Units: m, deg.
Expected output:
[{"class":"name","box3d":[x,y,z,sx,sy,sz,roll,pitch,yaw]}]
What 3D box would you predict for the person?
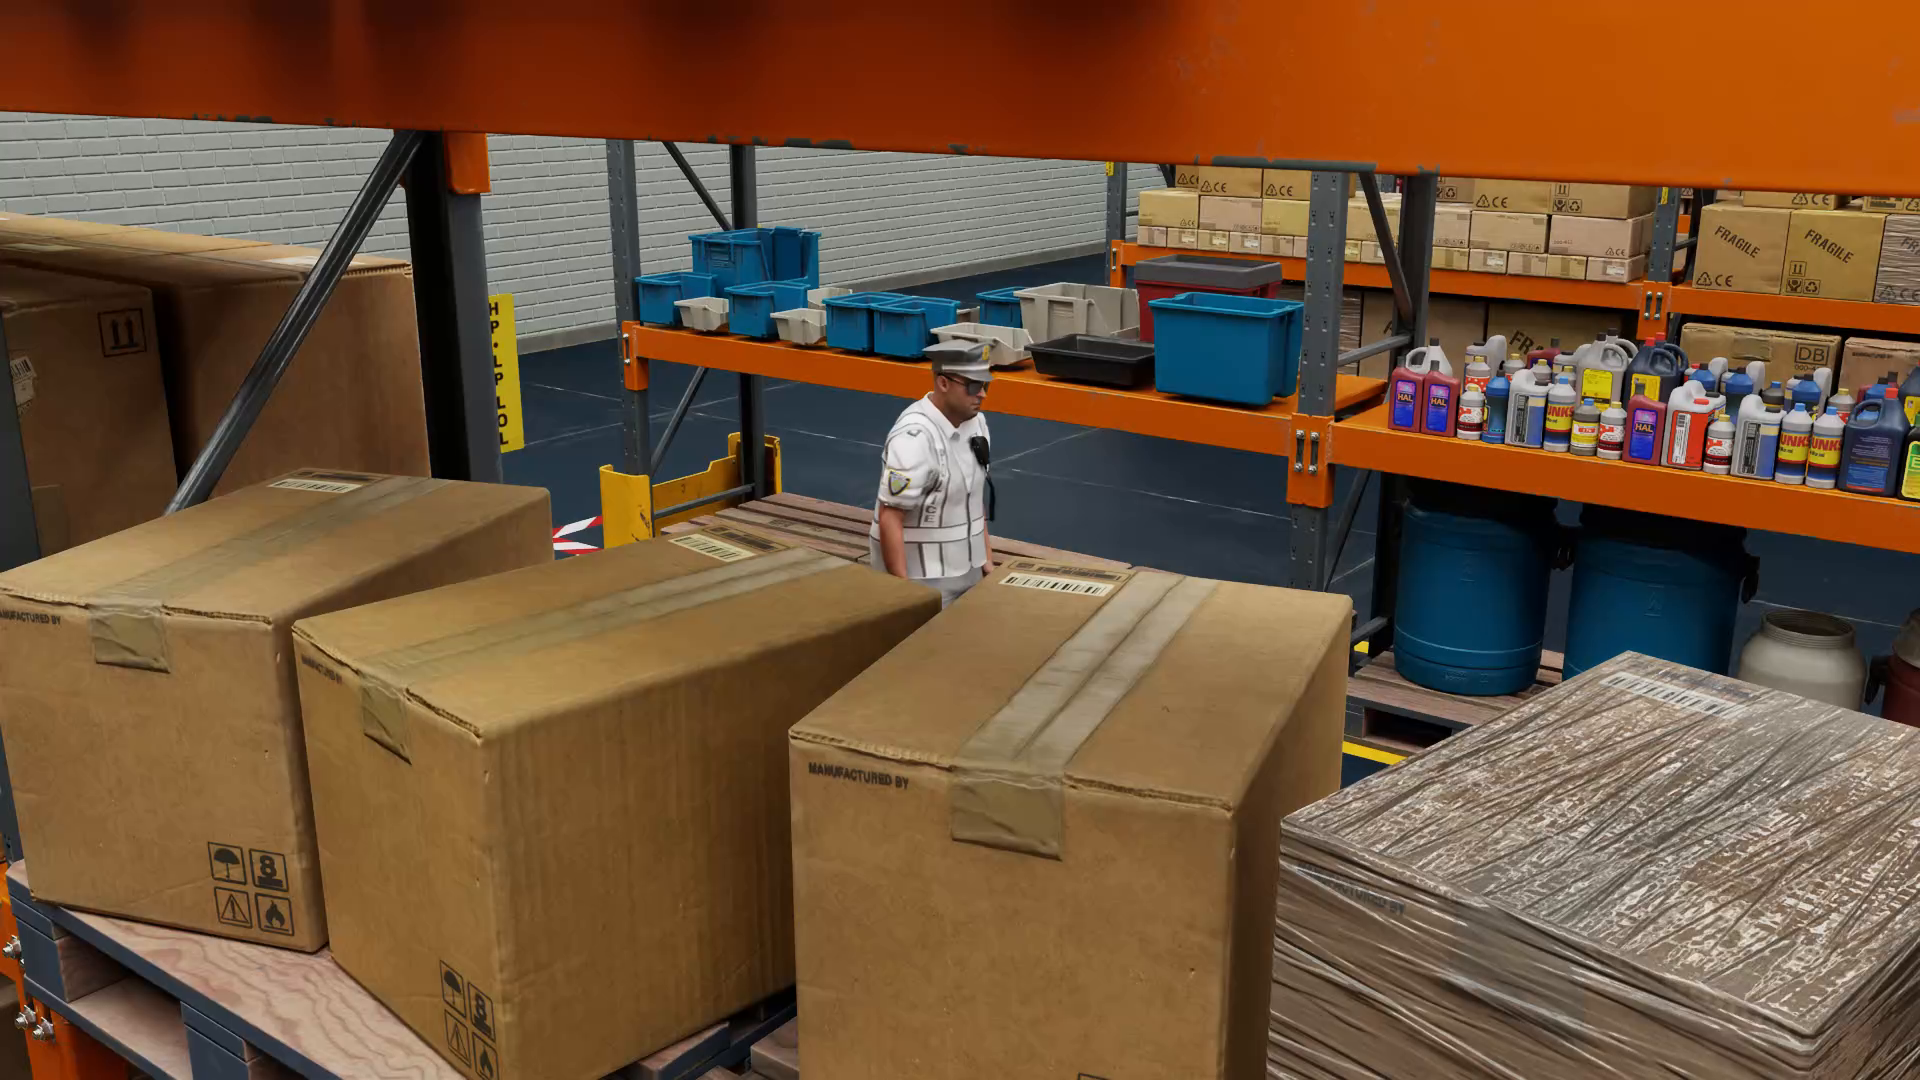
[{"class":"person","box3d":[-0.085,0.131,6.081,0.434,1.748,0.594,11,20,34]}]
